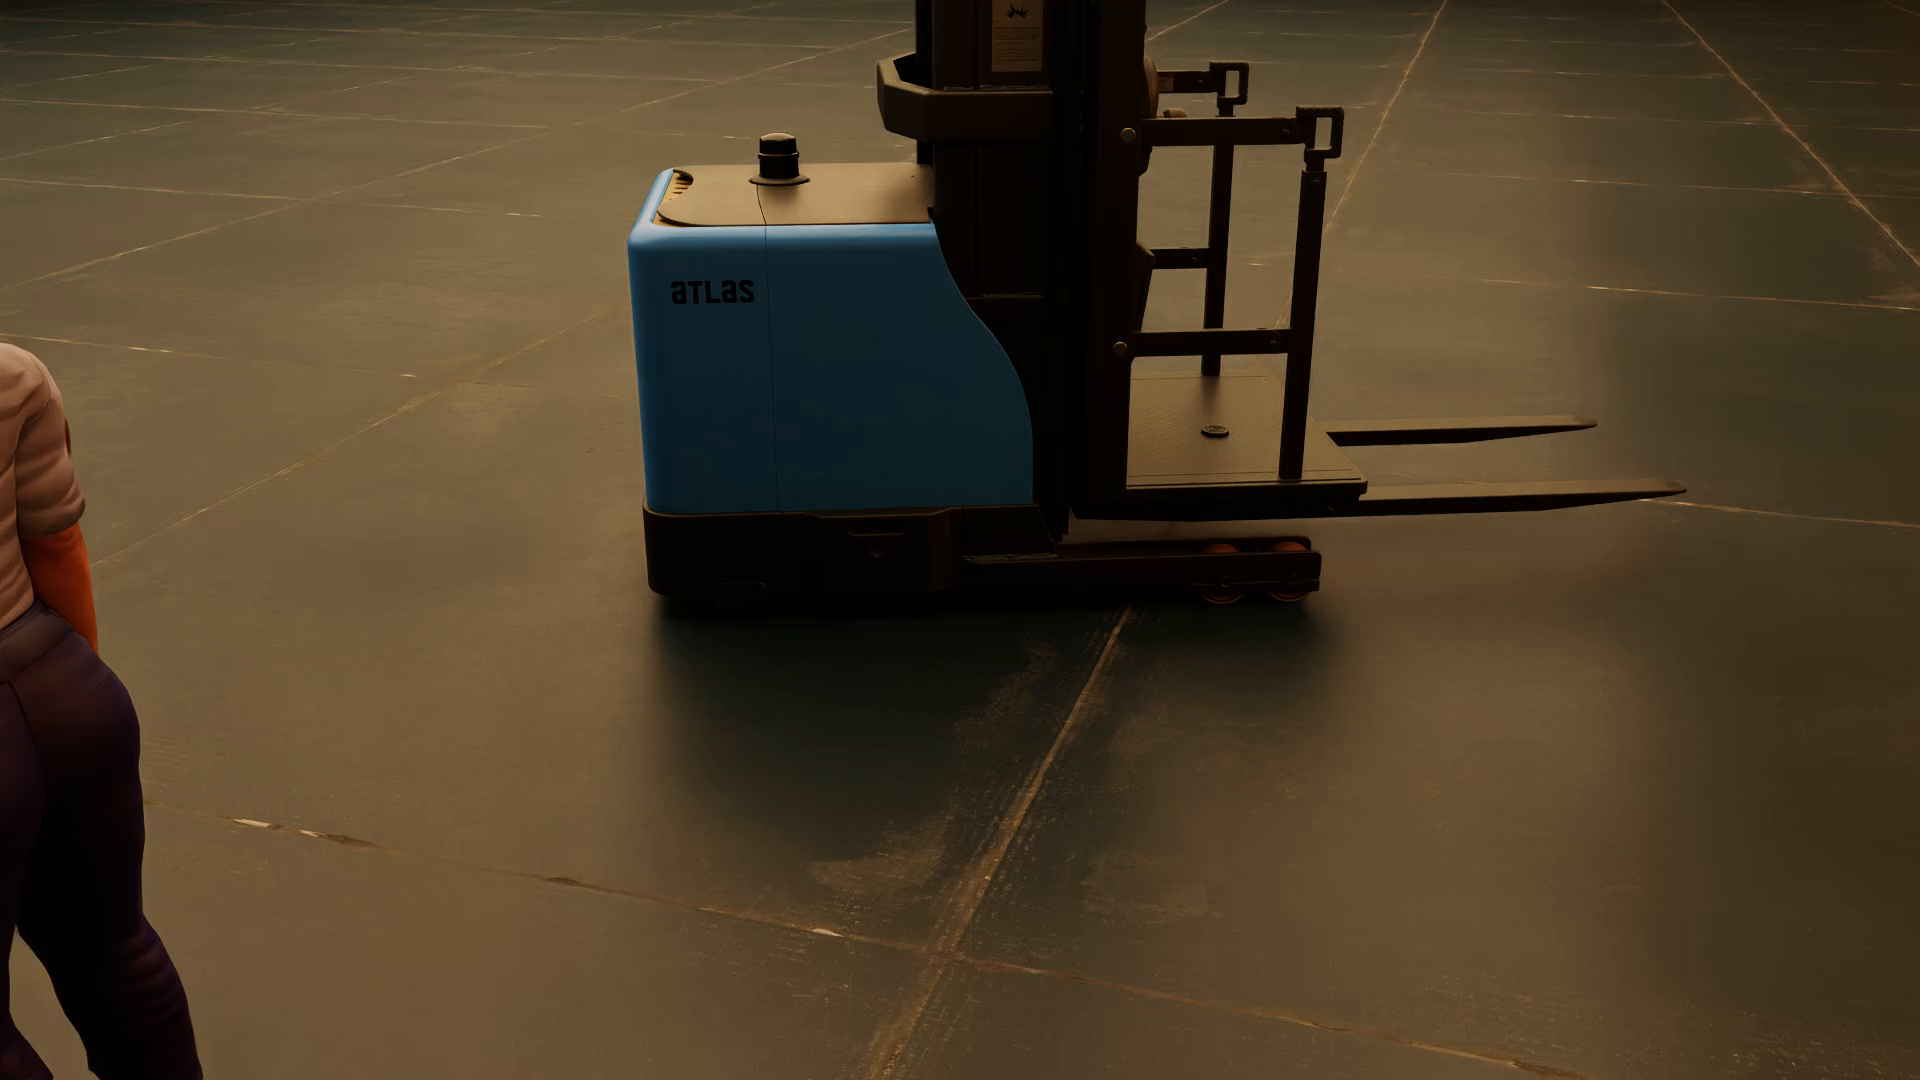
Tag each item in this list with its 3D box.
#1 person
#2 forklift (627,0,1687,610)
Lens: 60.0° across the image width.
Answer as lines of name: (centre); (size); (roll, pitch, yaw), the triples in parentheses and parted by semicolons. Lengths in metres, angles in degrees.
person: (-1.337, 0.308, 2.221); (0.350, 1.653, 0.479); (6, 23, 14)
forklift: (0.606, -1.374, 4.608); (3.031, 2.935, 1.130); (-2, 23, -4)
